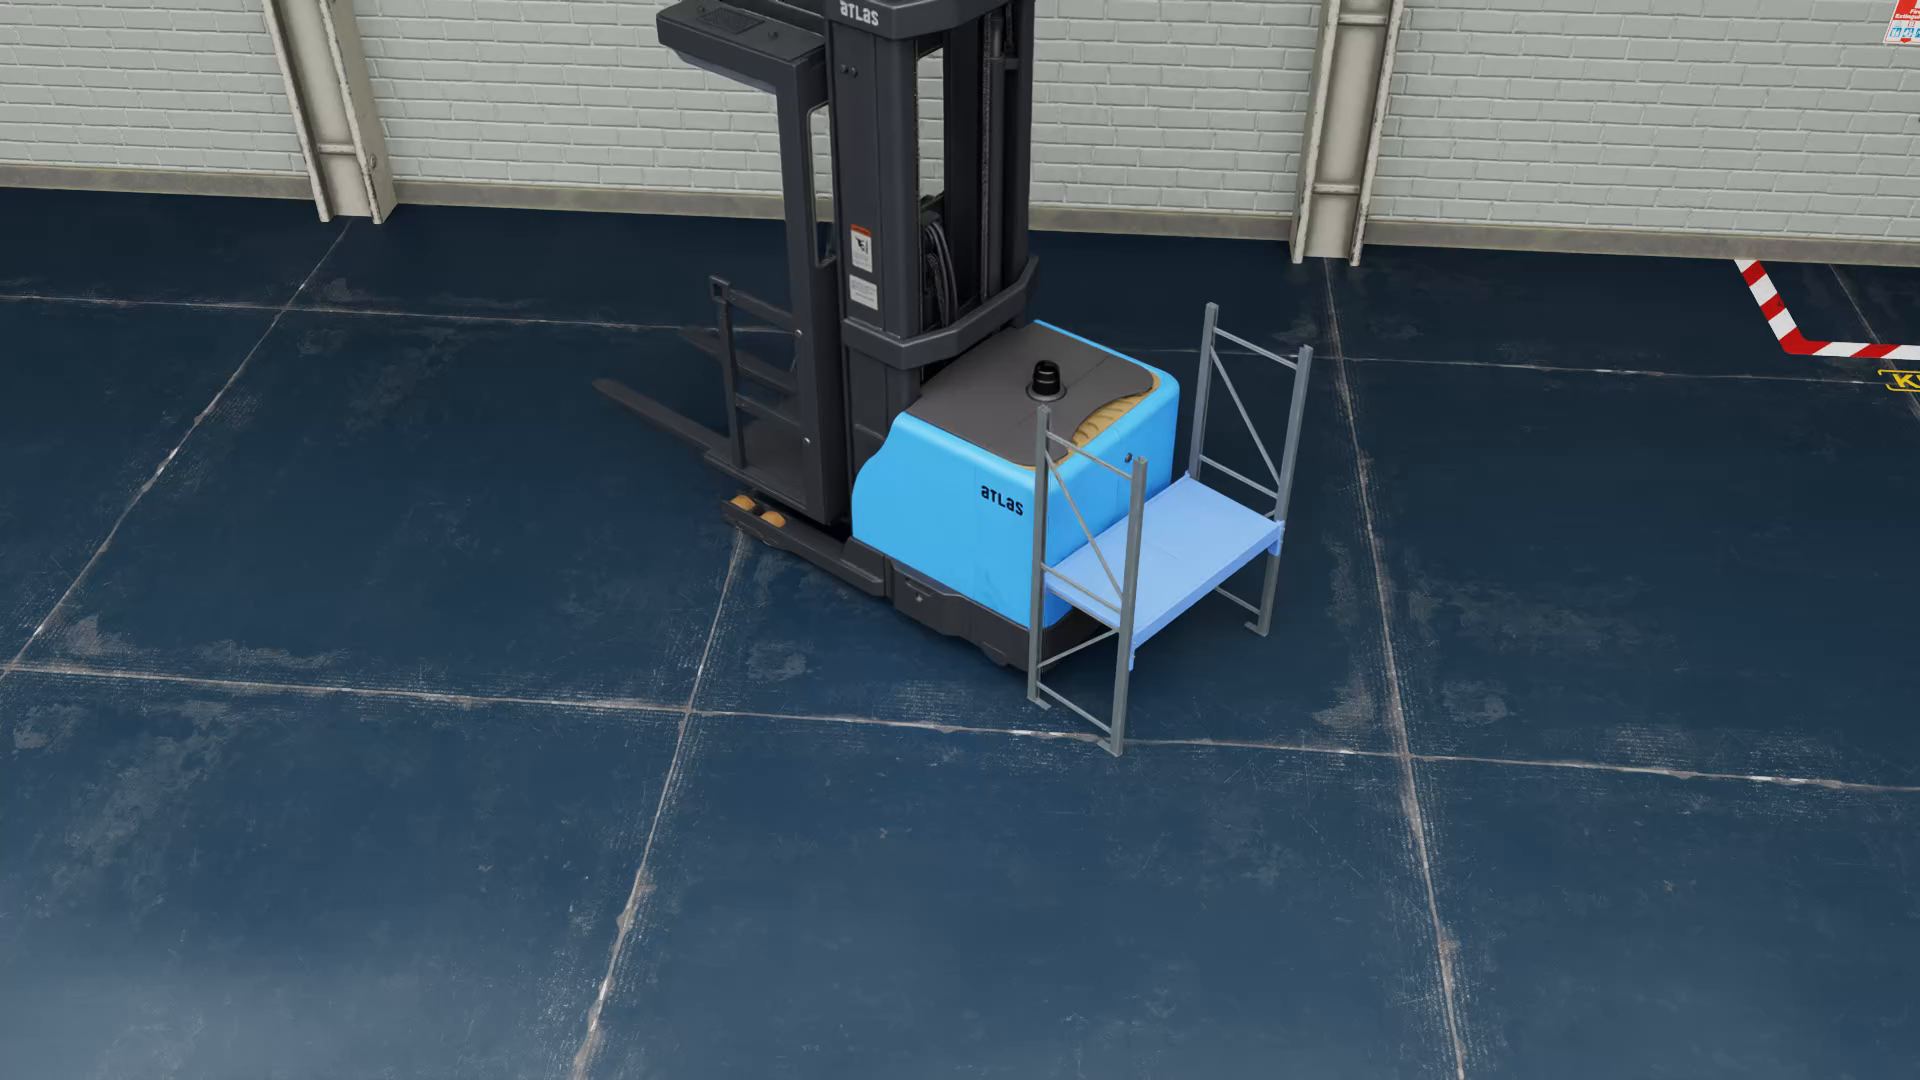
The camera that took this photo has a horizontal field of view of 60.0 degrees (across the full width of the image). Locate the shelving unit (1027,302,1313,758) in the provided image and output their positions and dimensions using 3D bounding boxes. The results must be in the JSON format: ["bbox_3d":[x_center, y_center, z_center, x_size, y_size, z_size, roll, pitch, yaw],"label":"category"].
[{"bbox_3d":[0.830,-0.035,6.775,0.538,1.500,1.048,31,49,33],"label":"shelving unit"}]

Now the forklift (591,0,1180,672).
[{"bbox_3d":[-0.513,-1.341,7.247,3.031,2.935,1.130,27,46,29],"label":"forklift"}]

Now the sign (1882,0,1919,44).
[{"bbox_3d":[5.178,-2.849,9.016,0.234,0.329,0.001,3,39,4],"label":"sign"}]

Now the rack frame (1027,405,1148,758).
[{"bbox_3d":[0.477,0.196,6.492,0.500,1.500,0.032,31,49,33],"label":"rack frame"}]

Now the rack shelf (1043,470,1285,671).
[{"bbox_3d":[0.830,0.104,6.889,0.538,0.185,1.000,31,49,33],"label":"rack shelf"}]

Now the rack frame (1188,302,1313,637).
[{"bbox_3d":[1.183,-0.266,7.059,0.500,1.500,0.032,31,49,33],"label":"rack frame"}]

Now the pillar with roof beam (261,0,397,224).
[{"bbox_3d":[-4.148,-2.854,4.299,0.400,9.000,9.100,3,39,4],"label":"pillar with roof beam"}]

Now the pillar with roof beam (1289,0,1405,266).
[{"bbox_3d":[1.830,-2.528,3.897,0.400,9.000,9.100,3,39,4],"label":"pillar with roof beam"}]
